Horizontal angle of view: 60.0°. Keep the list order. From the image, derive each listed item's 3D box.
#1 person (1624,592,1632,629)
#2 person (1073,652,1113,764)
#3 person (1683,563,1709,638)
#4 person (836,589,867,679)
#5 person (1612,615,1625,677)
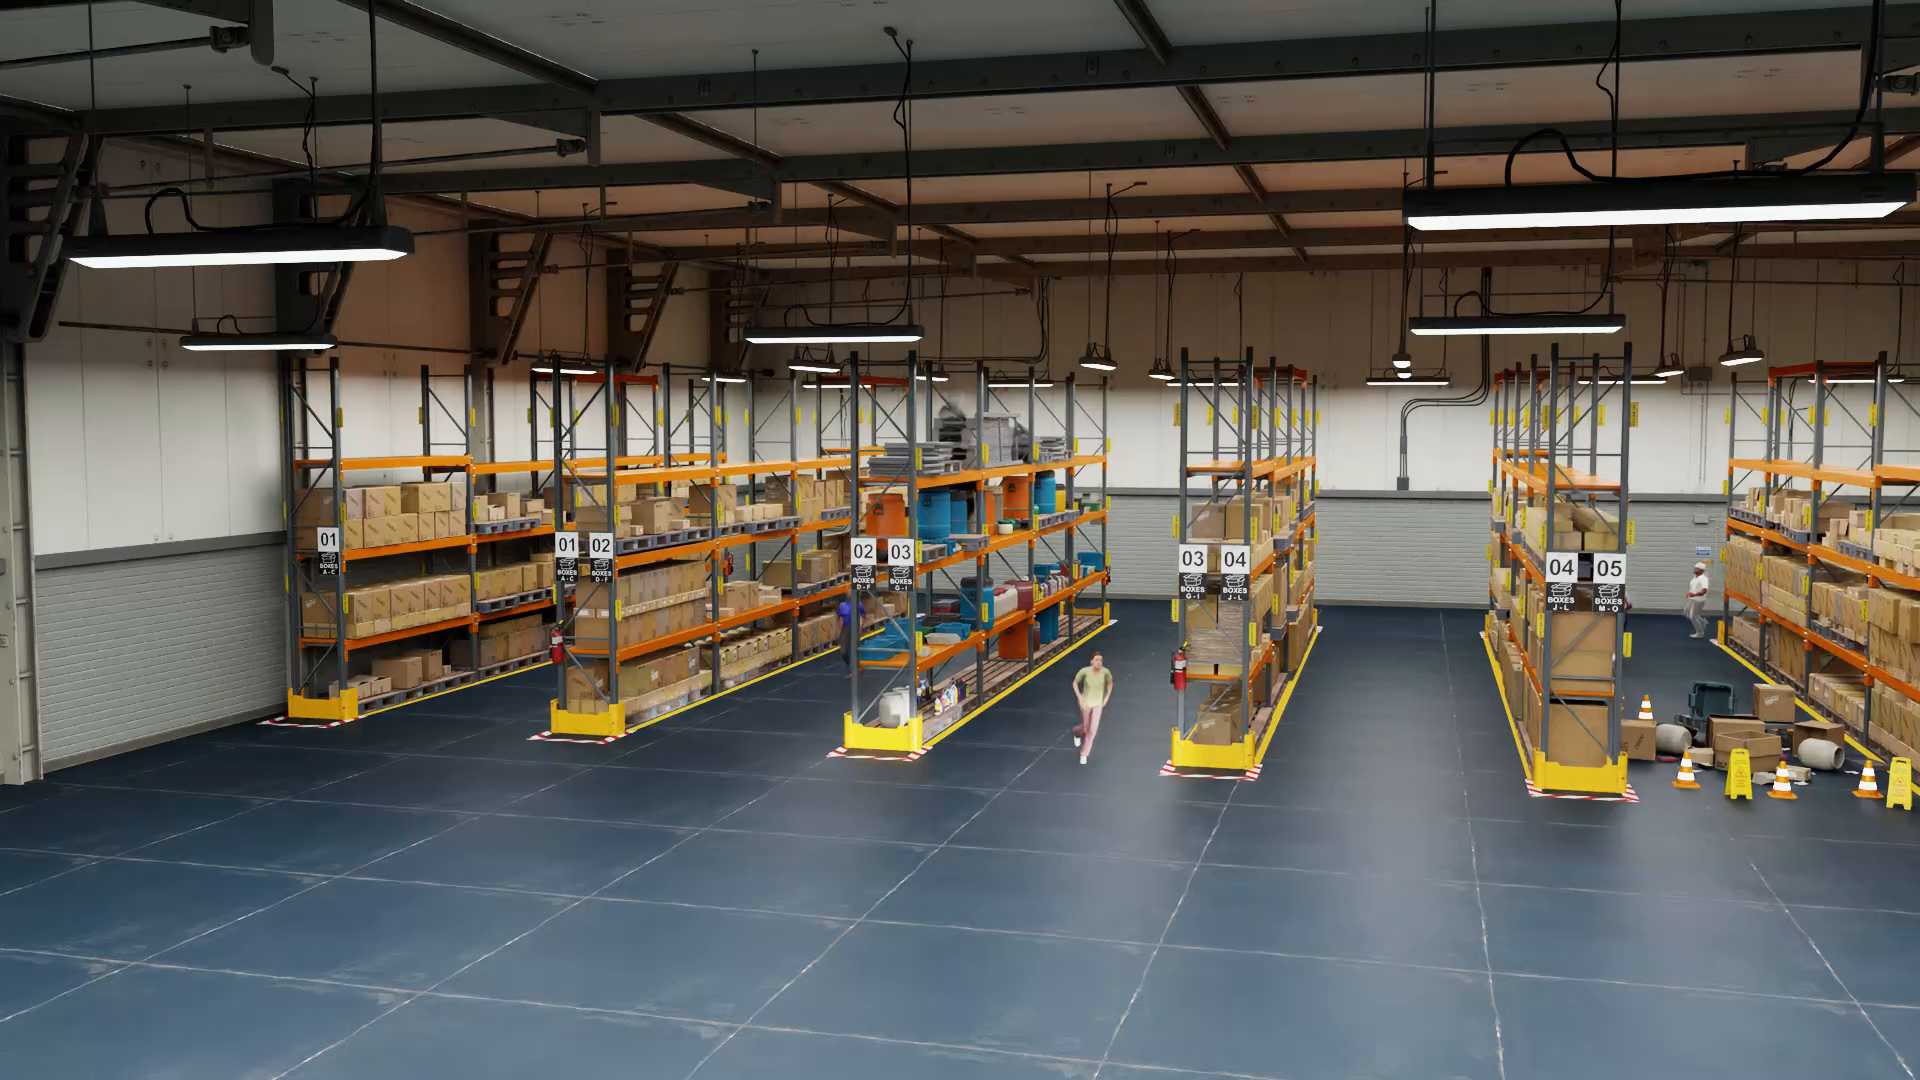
[{"bbox_3d":[13.741,1.656,34.836,0.590,1.595,0.563,1,4,7],"label":"person"},{"bbox_3d":[1.942,2.430,24.452,0.591,1.604,0.763,-1,4,-13],"label":"person"},{"bbox_3d":[16.761,1.366,37.825,0.580,1.717,0.699,0,4,6],"label":"person"},{"bbox_3d":[-1.976,1.691,30.138,0.562,1.621,0.487,0,4,6],"label":"person"},{"bbox_3d":[12.219,1.818,31.383,0.658,1.758,0.790,0,4,4],"label":"person"}]
